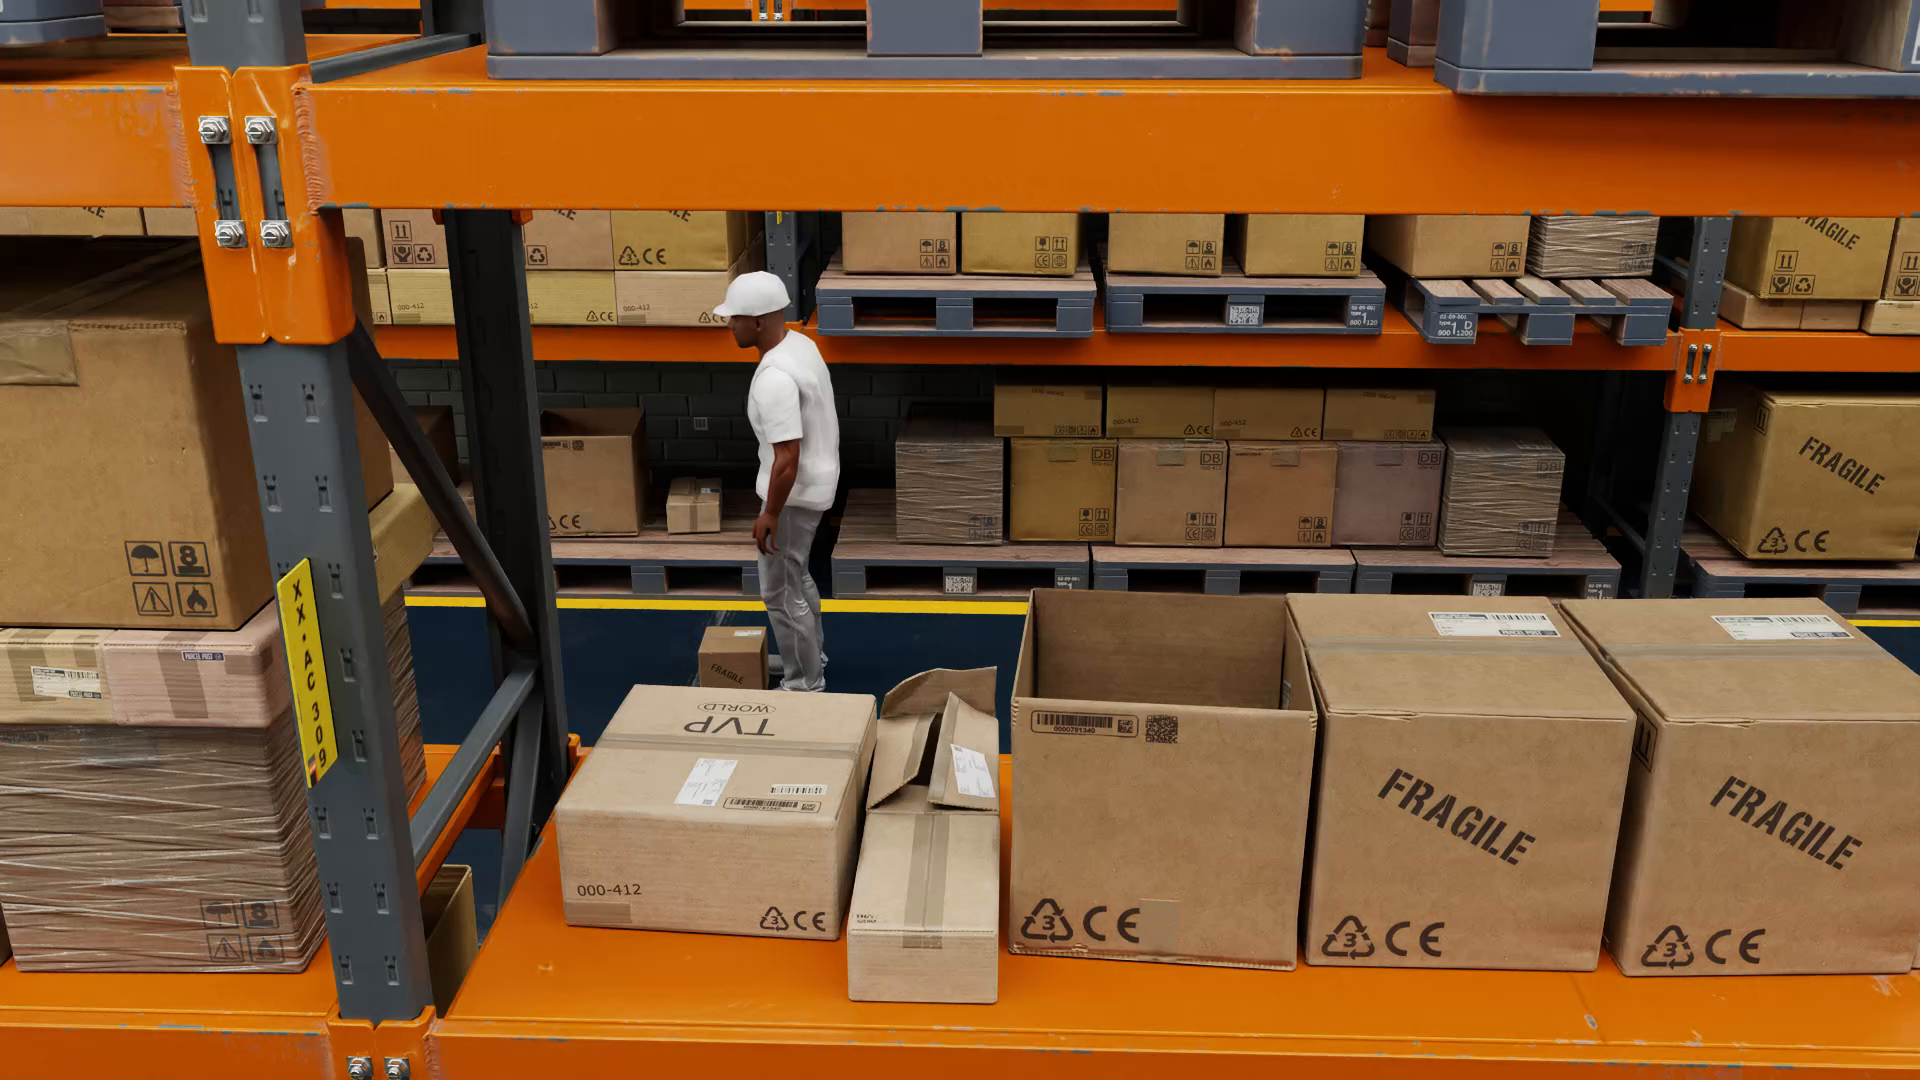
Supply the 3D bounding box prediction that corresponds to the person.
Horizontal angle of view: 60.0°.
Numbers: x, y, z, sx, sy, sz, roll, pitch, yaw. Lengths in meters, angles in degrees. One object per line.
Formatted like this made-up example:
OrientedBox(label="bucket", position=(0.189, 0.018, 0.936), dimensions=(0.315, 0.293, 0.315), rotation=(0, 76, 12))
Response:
OrientedBox(label="person", position=(-0.701, -0.189, 6.554), dimensions=(0.459, 1.761, 0.627), rotation=(1, 21, 2))
